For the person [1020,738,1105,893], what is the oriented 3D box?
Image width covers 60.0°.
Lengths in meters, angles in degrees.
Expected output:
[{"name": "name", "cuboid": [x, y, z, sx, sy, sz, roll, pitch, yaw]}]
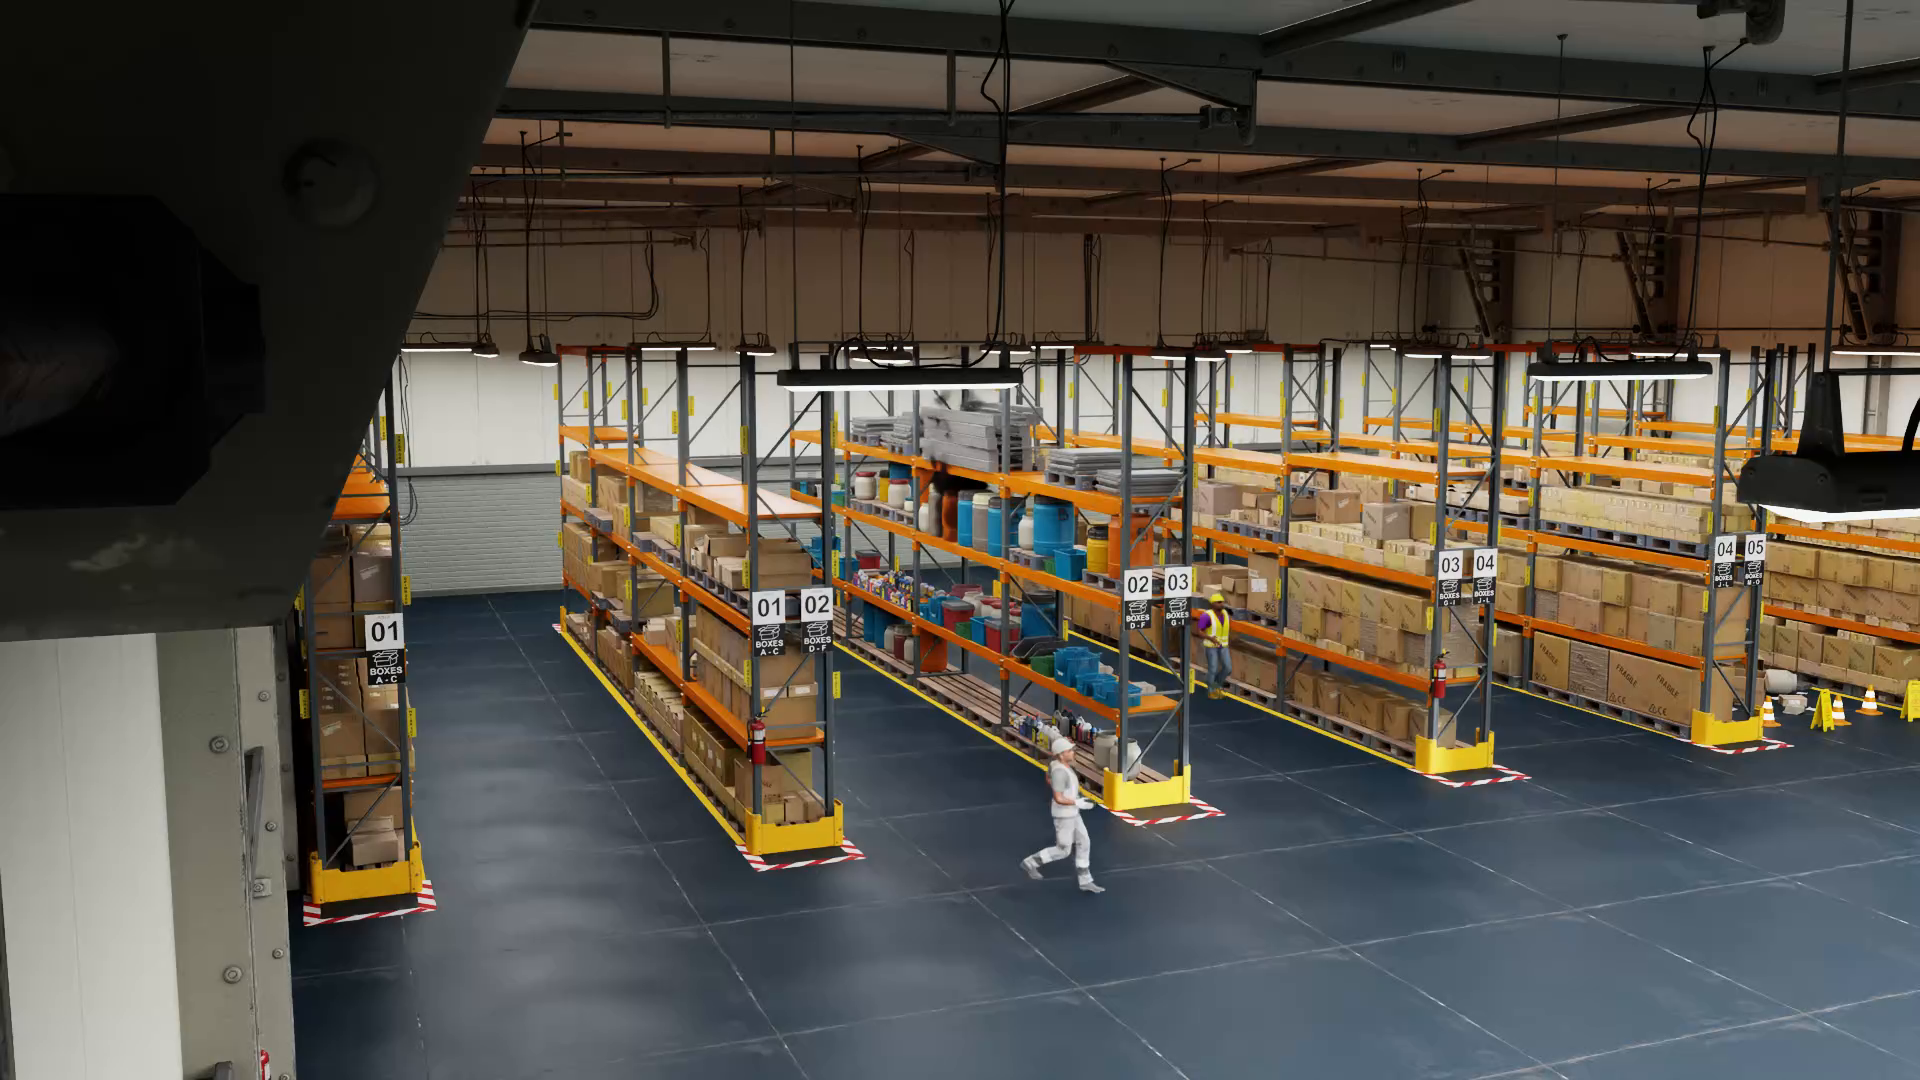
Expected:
[{"name": "person", "cuboid": [1.165, 3.094, 18.712, 0.957, 1.774, 0.671, 1, 7, 10]}]

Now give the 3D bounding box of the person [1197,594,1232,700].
[{"name": "person", "cuboid": [4.193, 1.754, 27.079, 0.698, 1.772, 0.579, -3, 8, -23]}]

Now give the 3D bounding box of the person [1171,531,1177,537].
[{"name": "person", "cuboid": [4.876, 0.622, 38.537, 0.686, 1.667, 0.630, -2, 8, -18]}]
